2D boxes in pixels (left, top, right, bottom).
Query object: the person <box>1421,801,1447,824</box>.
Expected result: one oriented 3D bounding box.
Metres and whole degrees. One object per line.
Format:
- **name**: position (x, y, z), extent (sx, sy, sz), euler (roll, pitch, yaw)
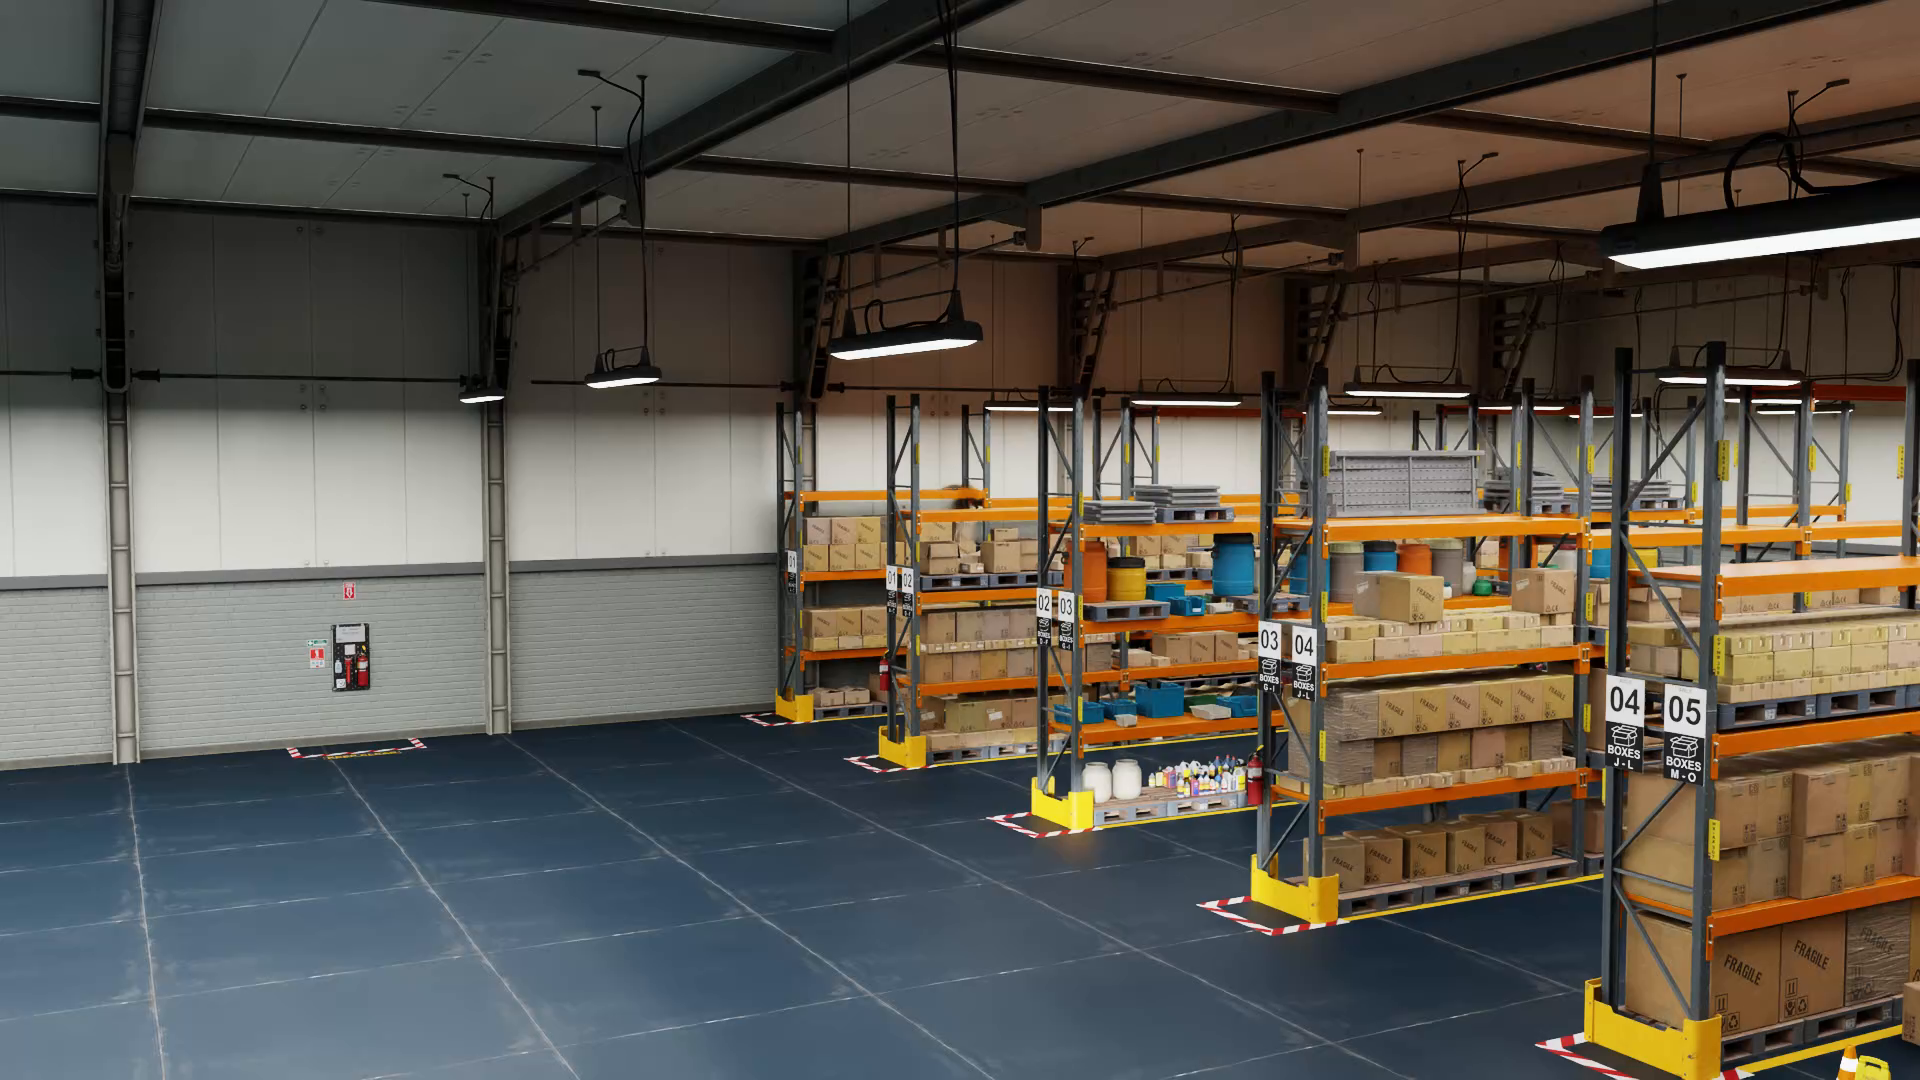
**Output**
- **person**: position (6.105, 3.130, 21.400), extent (0.449, 1.648, 0.442), euler (-1, 3, -13)
